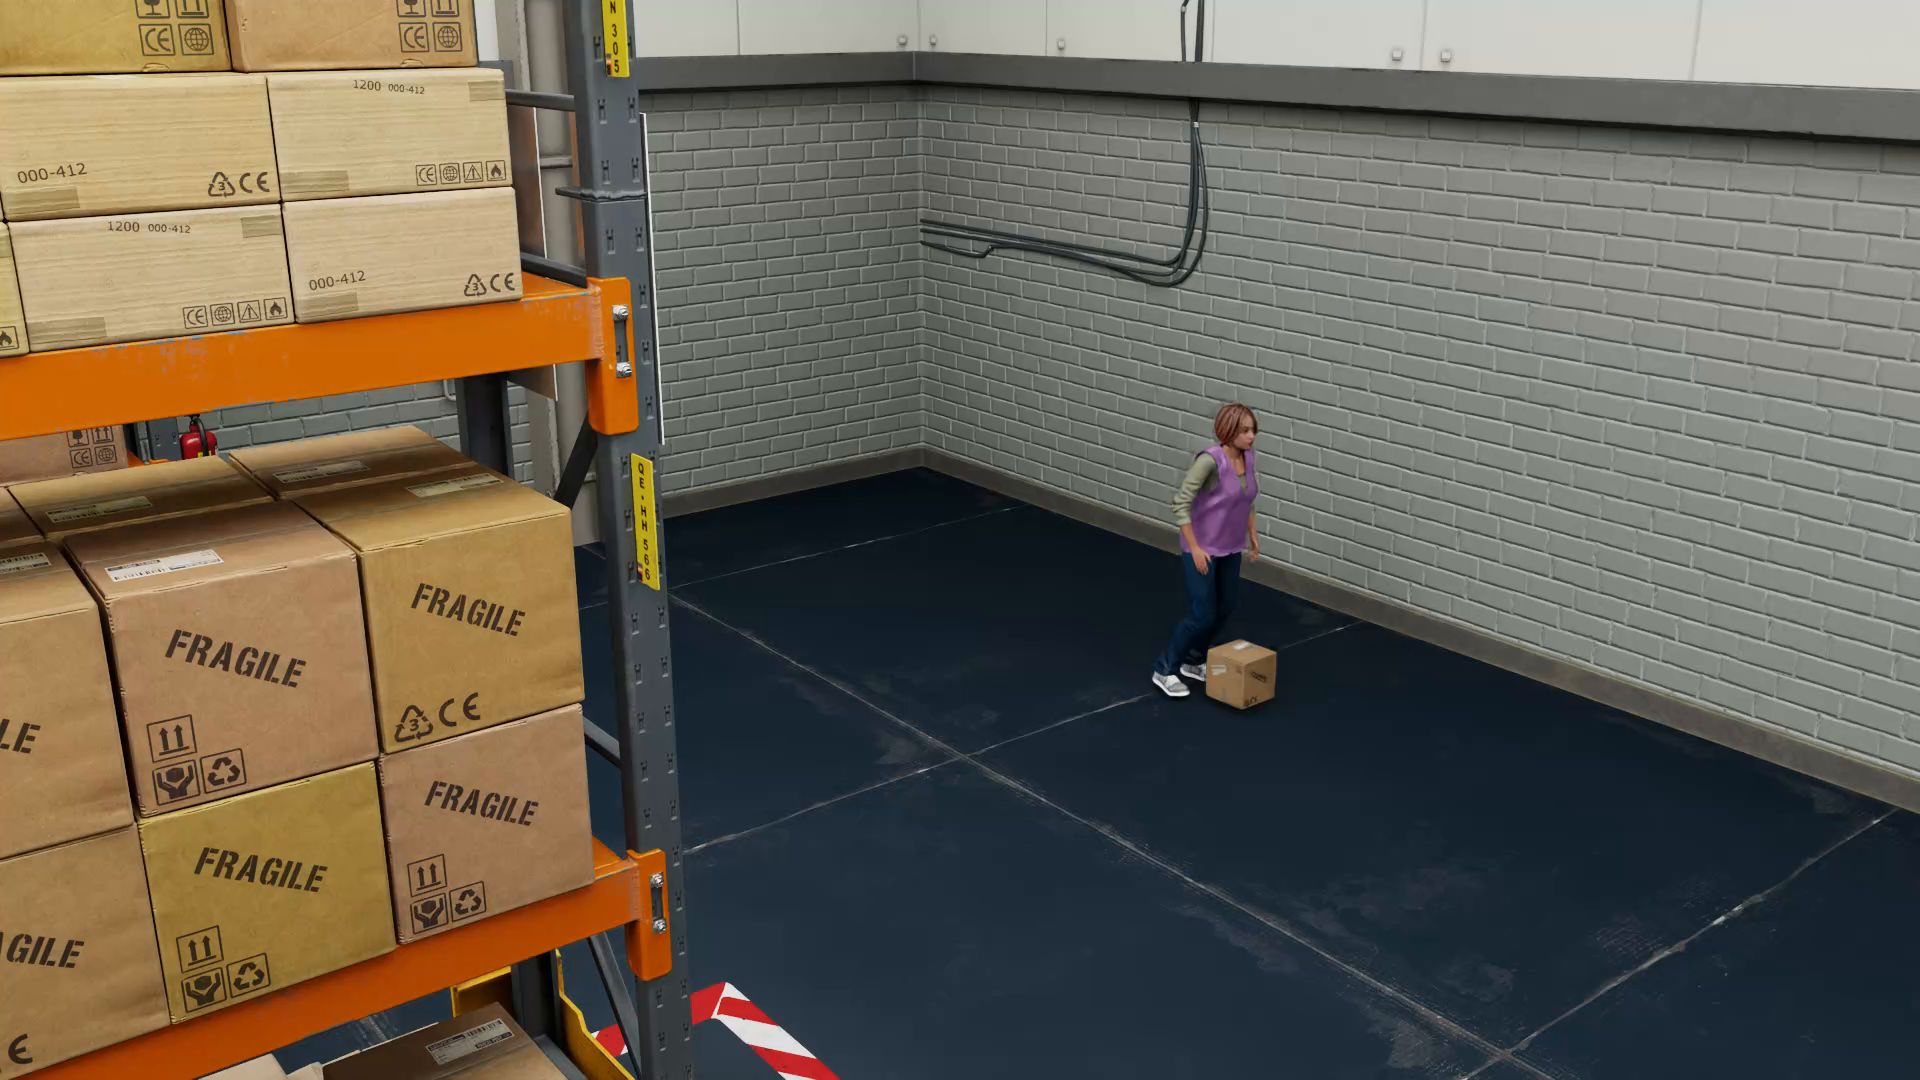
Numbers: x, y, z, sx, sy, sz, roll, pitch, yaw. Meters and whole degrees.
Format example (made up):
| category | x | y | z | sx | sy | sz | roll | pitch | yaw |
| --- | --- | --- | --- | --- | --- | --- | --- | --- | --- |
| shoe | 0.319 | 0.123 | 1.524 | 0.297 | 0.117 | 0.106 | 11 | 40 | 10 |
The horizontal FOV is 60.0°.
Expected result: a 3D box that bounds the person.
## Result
| category | x | y | z | sx | sy | sz | roll | pitch | yaw |
| --- | --- | --- | --- | --- | --- | --- | --- | --- | --- |
| person | 1.276 | 0.045 | 8.493 | 0.560 | 1.548 | 0.480 | -15 | 23 | -38 |
